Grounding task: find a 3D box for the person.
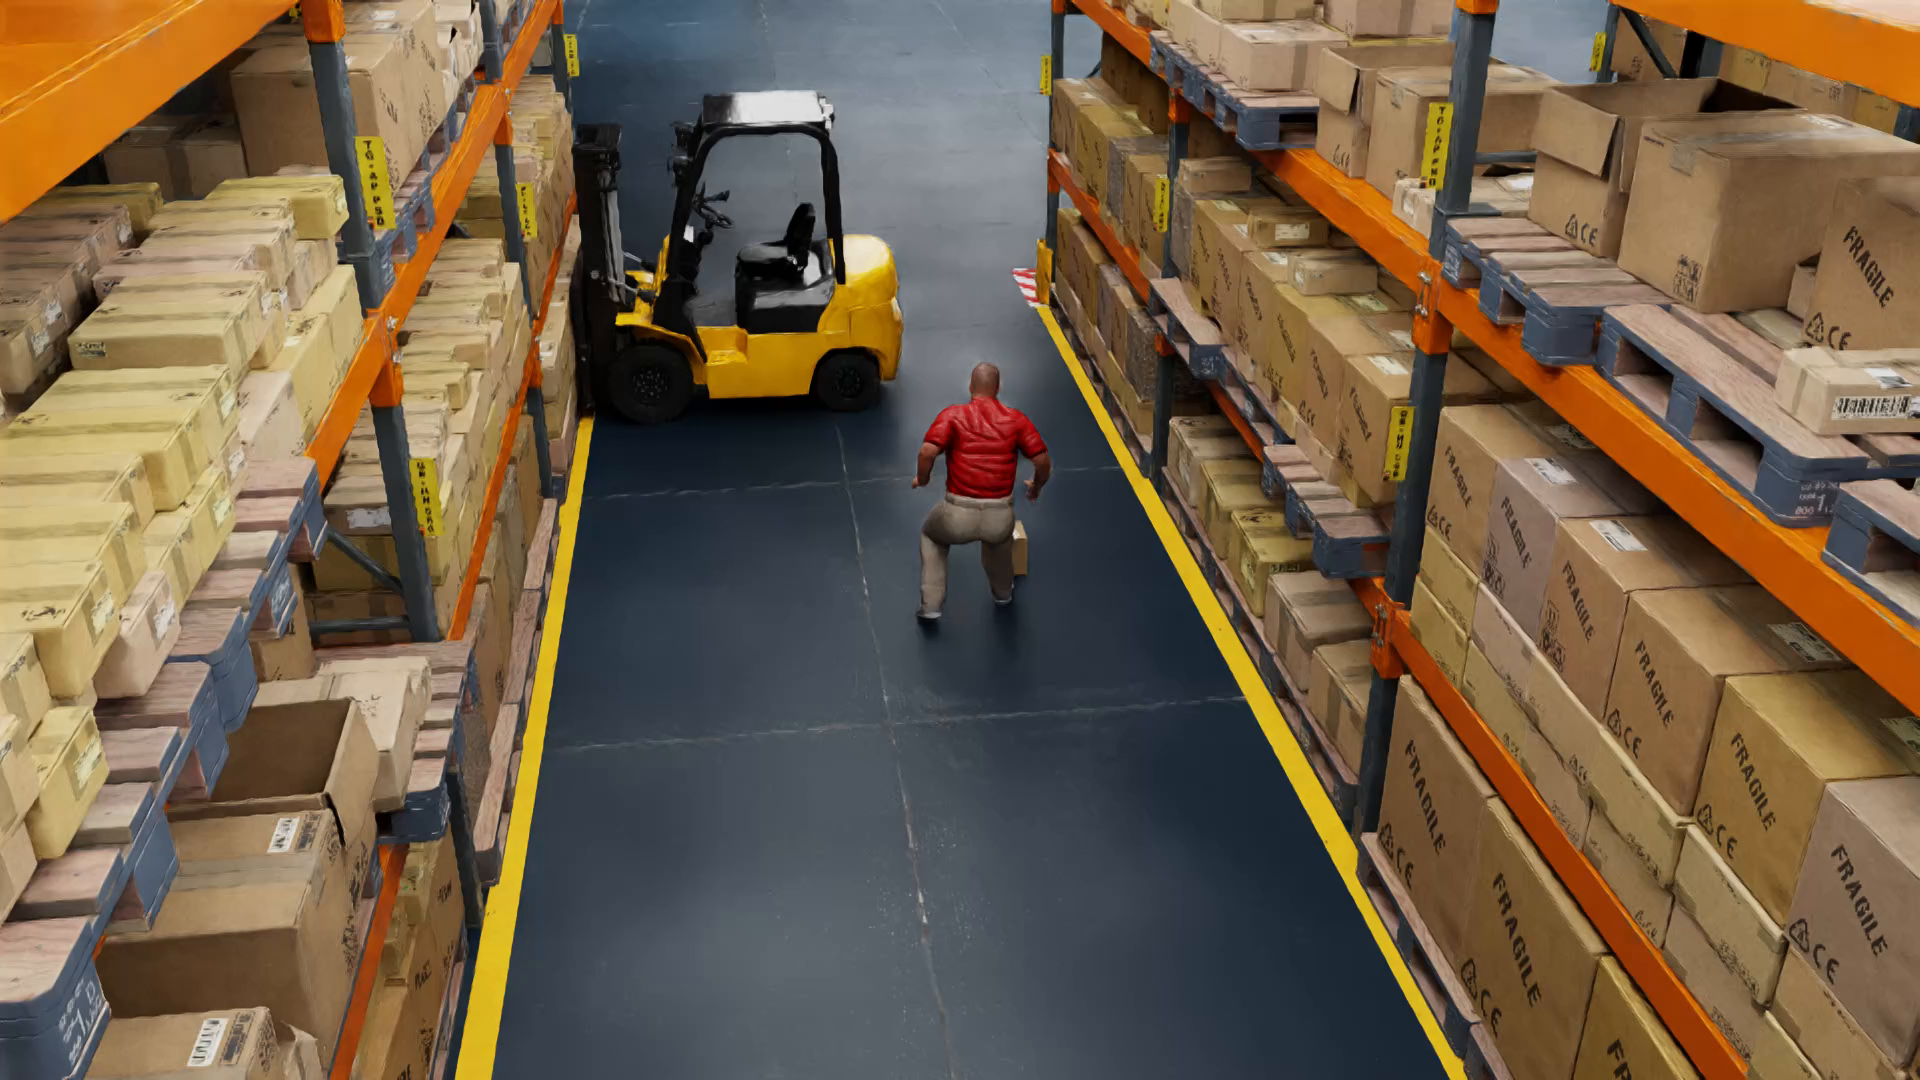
[{"bbox_3d":[0.101,-0.271,9.345,0.756,1.544,0.783,-3,27,-5],"label":"person"}]
